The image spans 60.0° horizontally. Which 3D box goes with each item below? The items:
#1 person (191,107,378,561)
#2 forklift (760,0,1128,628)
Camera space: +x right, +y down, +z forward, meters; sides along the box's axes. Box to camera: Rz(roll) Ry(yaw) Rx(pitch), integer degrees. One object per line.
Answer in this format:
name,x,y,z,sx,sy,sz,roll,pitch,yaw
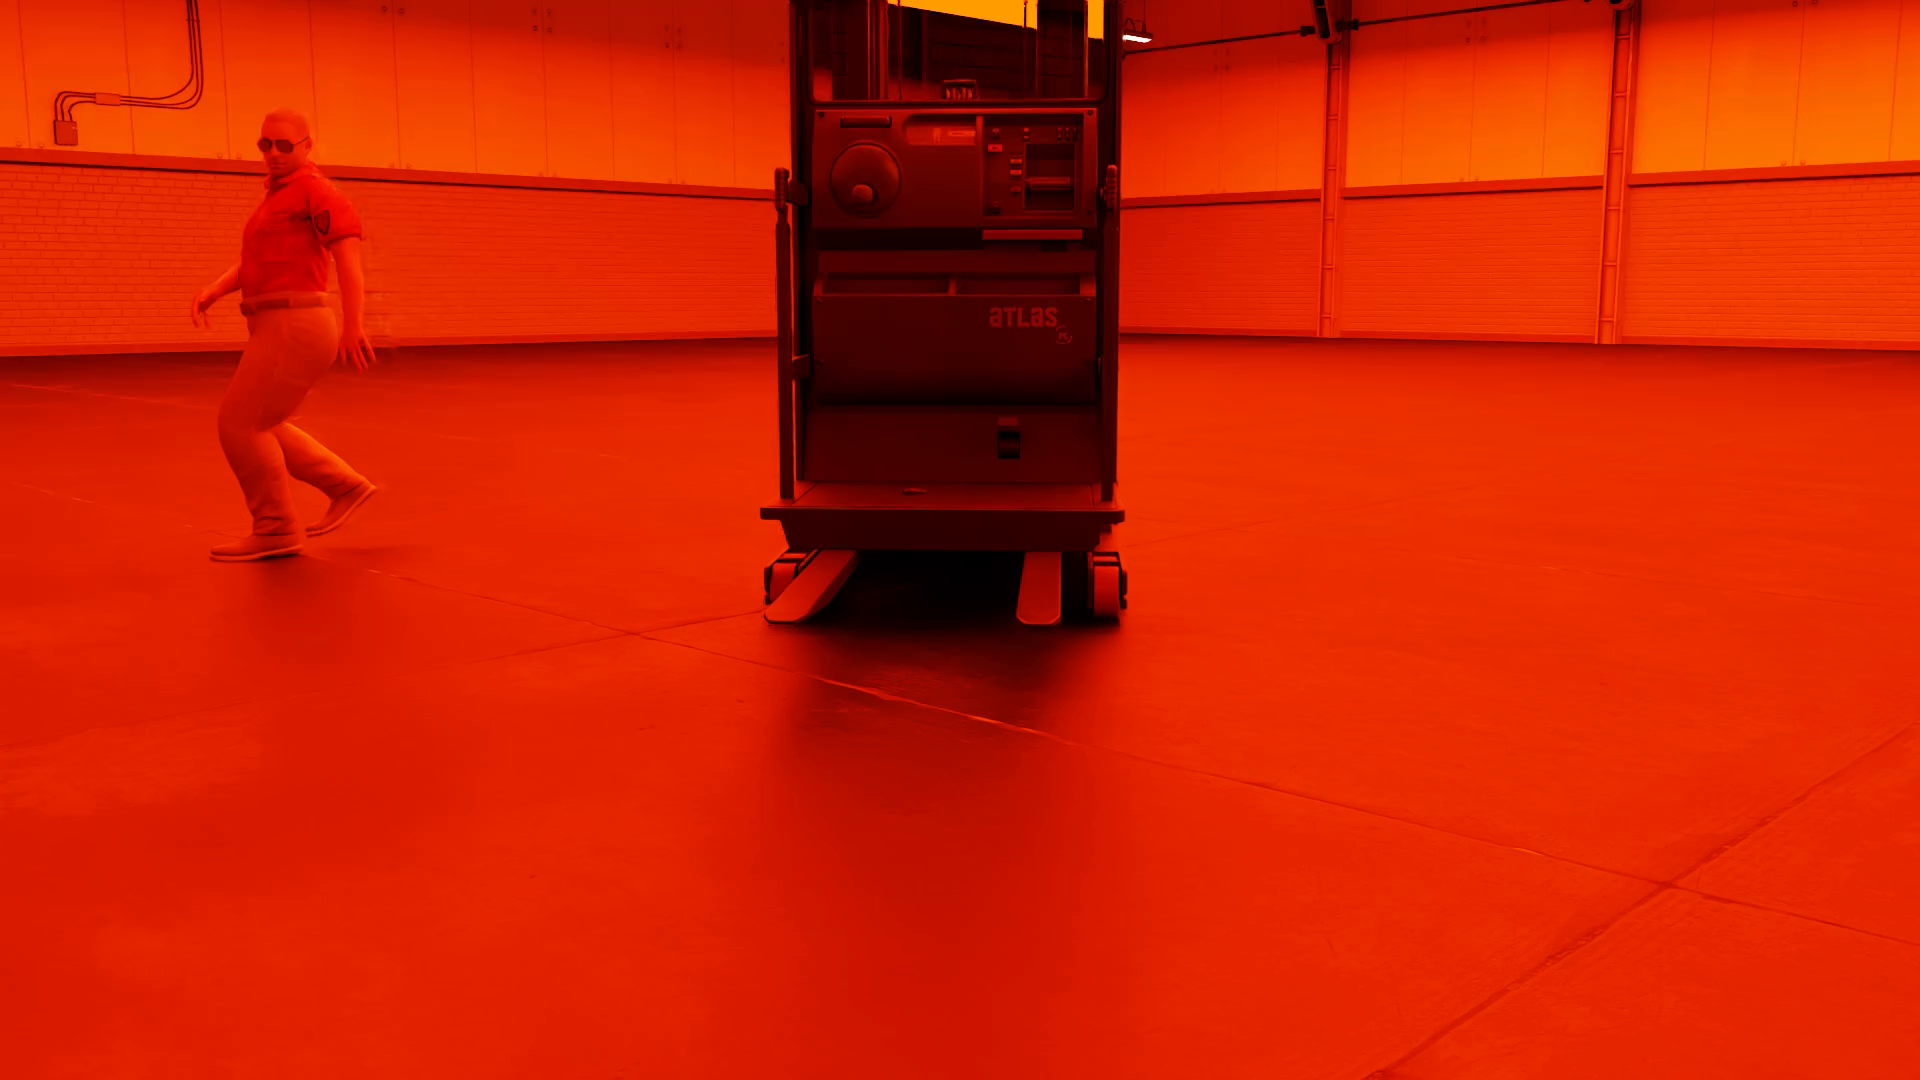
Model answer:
person,-2.534,-0.767,6.243,0.634,1.673,0.699,-4,9,-23
forklift,-0.028,-1.258,5.230,1.130,2.935,3.031,1,9,3
